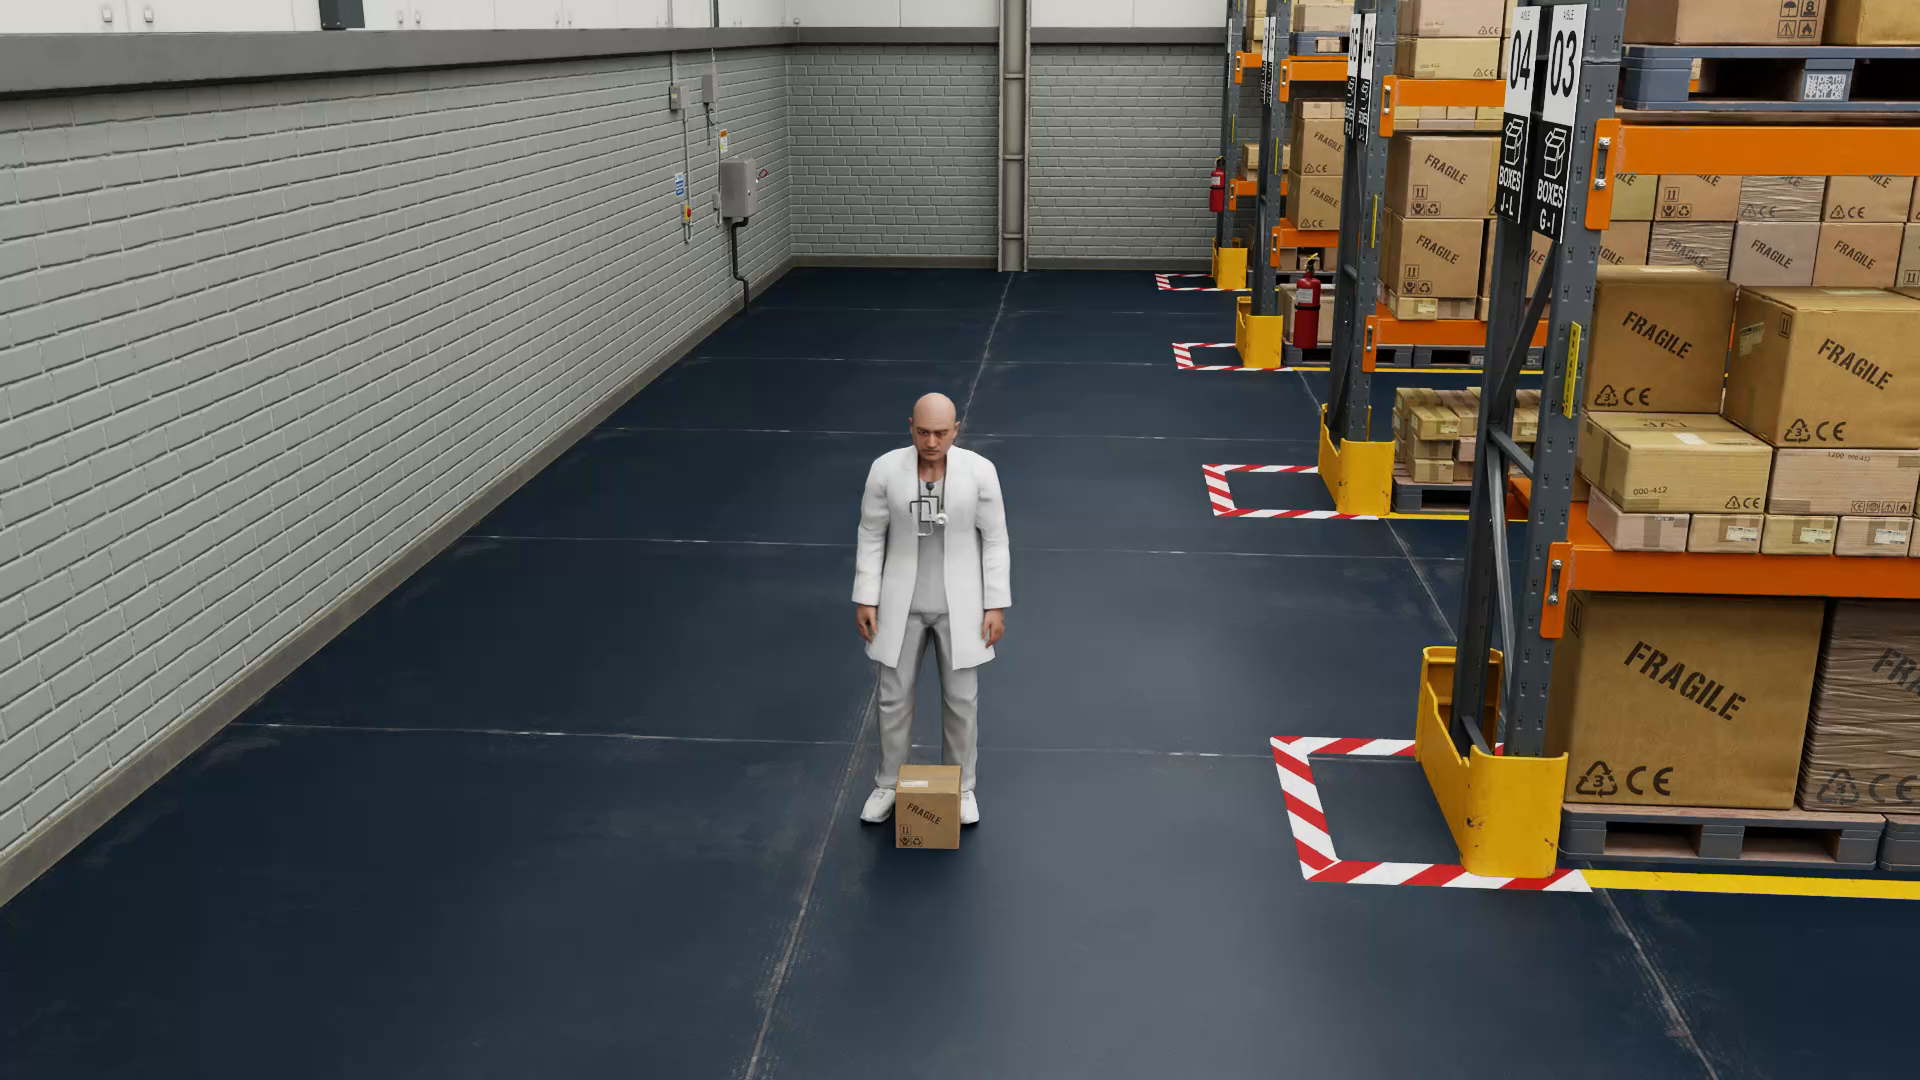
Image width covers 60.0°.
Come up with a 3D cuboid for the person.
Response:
[{"bbox_3d":[-0.115,0.271,6.699,0.643,1.774,0.423,1,17,4],"label":"person"}]
